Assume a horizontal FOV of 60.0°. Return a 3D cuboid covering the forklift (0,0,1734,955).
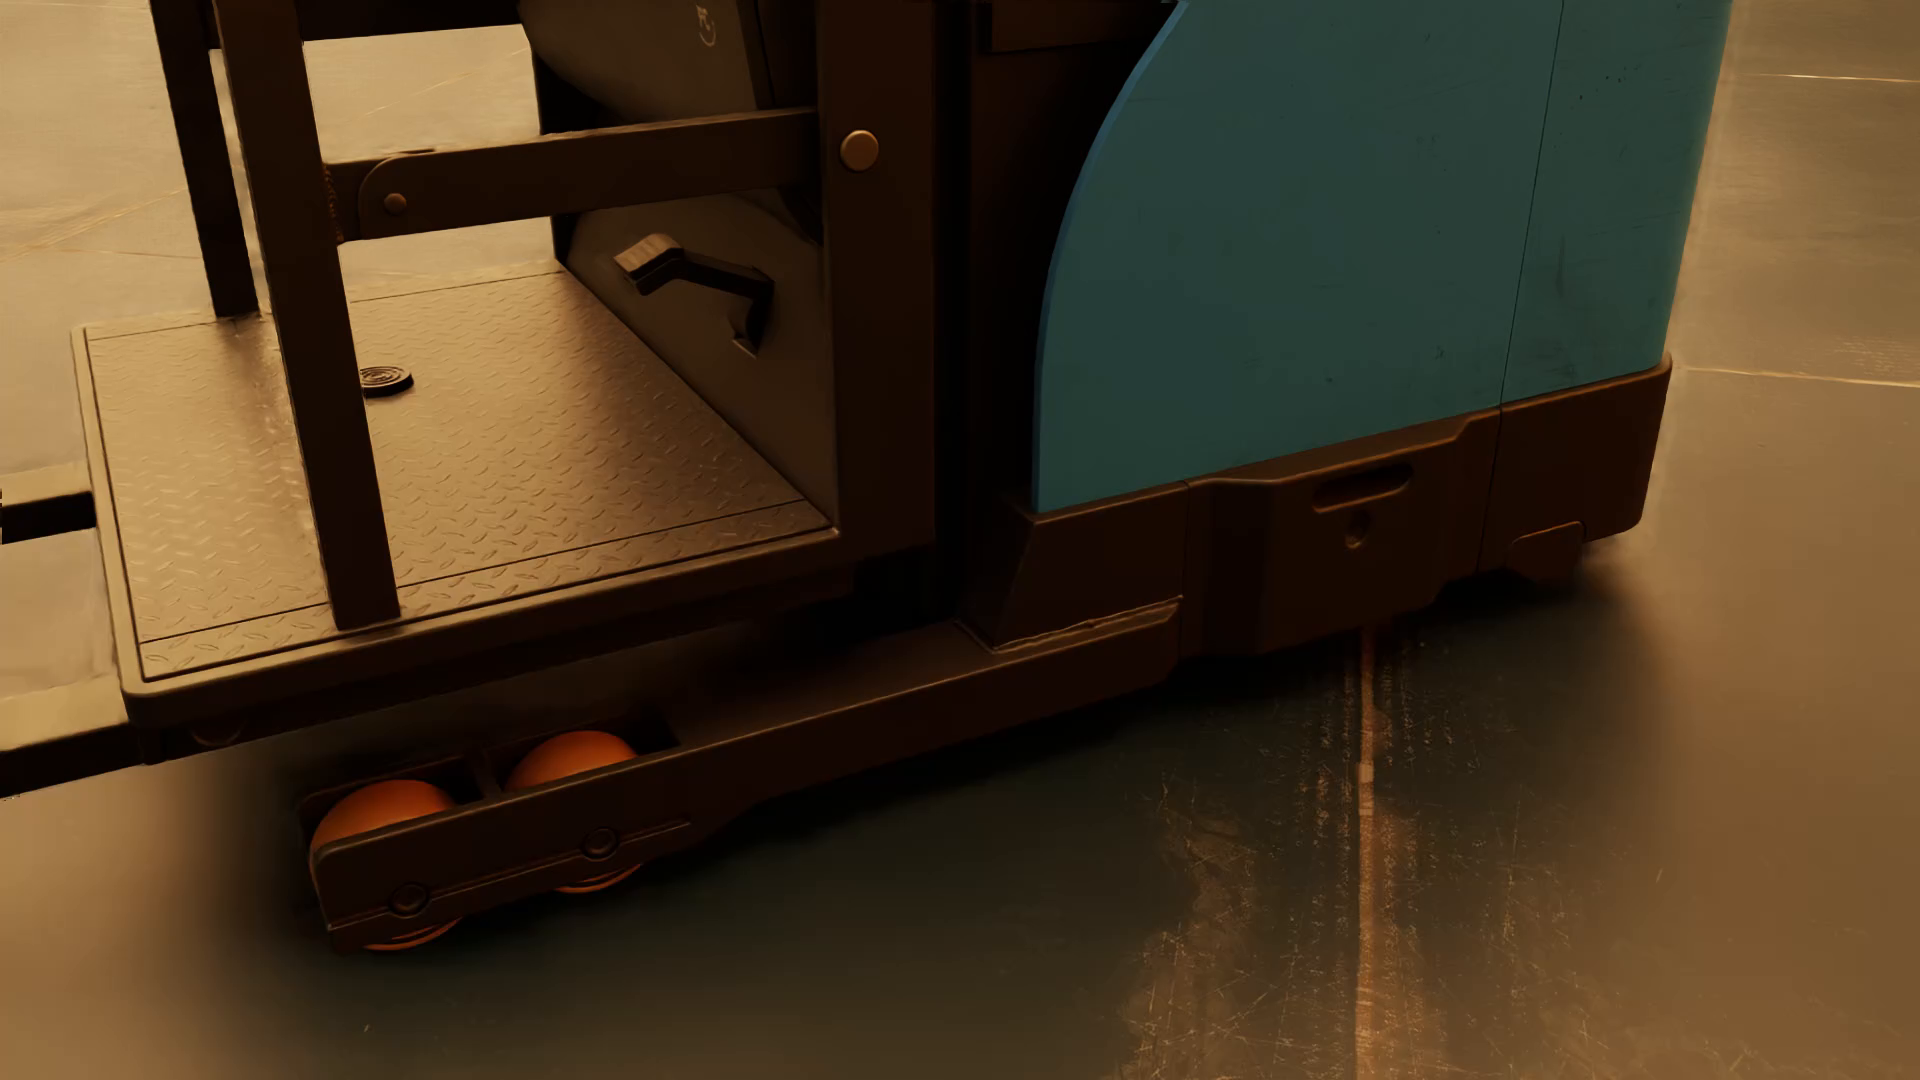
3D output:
[{"bbox_3d":[-0.552,-1.167,1.560,3.031,2.935,1.130,-13,30,-25],"label":"forklift"}]
